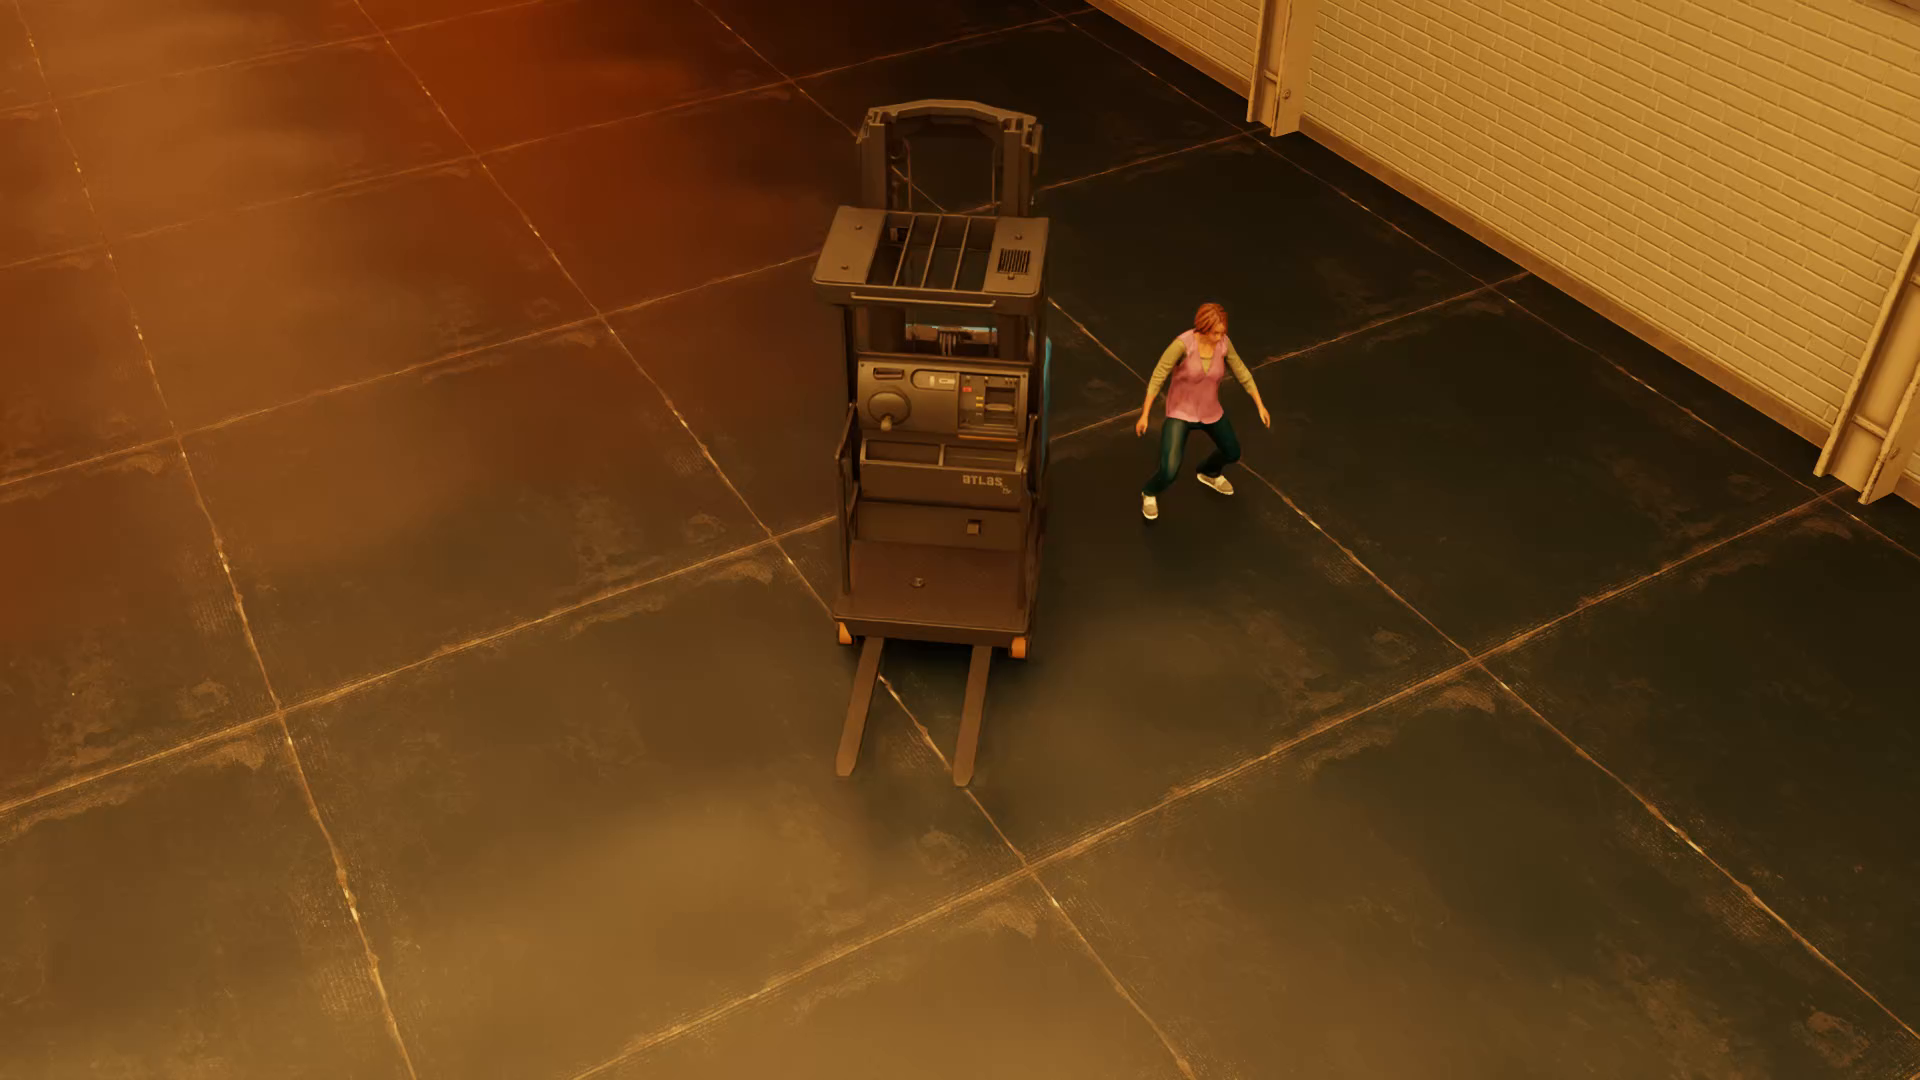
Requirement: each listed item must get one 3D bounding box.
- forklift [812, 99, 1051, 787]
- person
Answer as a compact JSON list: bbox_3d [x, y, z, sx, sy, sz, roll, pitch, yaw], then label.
[{"bbox_3d":[-0.117,-0.685,8.862,1.130,2.935,3.031,4,40,5],"label":"forklift"},{"bbox_3d":[1.460,-0.771,10.125,0.803,1.482,0.562,-9,41,-11],"label":"person"}]
